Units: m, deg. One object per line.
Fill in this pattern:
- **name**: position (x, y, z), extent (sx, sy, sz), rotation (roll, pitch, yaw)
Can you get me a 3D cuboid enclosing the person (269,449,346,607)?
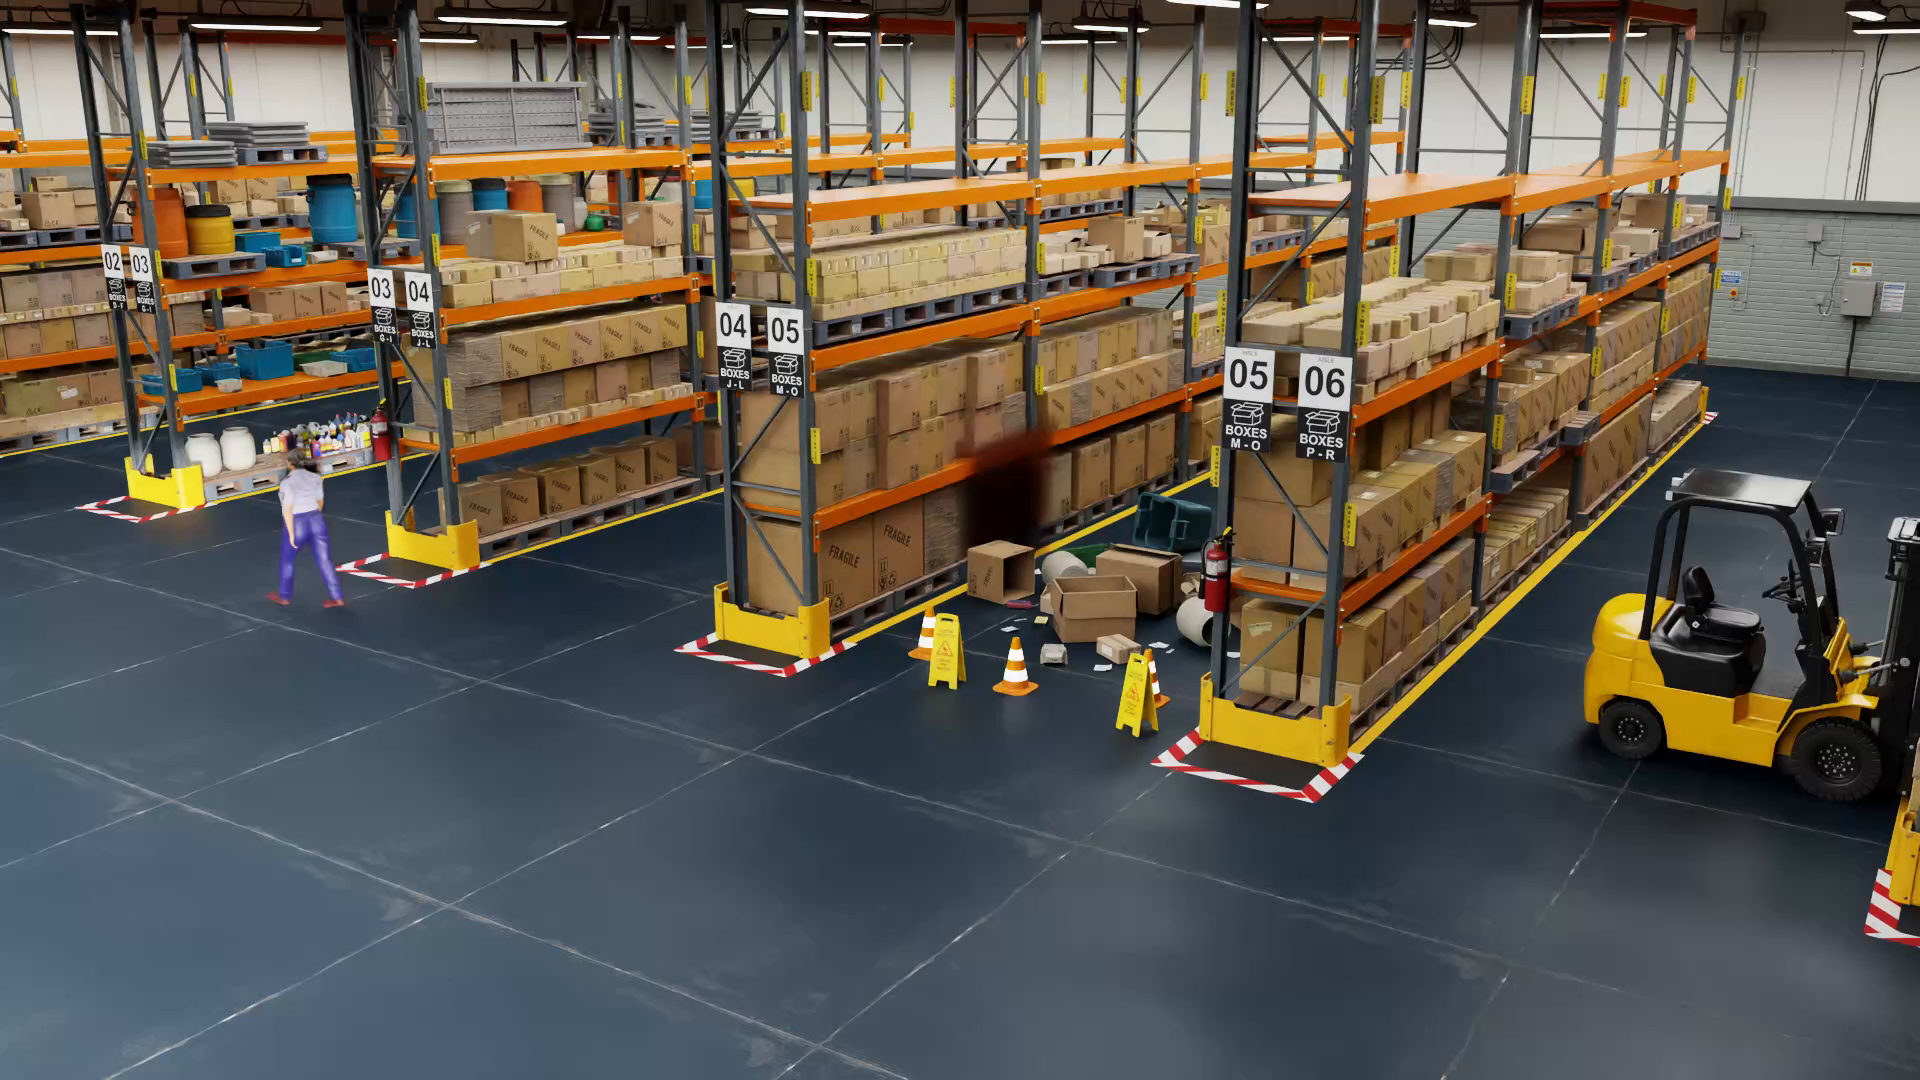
- **person**: position (-6.590, -0.121, 16.648), extent (0.855, 1.619, 0.510), rotation (15, 21, 42)
